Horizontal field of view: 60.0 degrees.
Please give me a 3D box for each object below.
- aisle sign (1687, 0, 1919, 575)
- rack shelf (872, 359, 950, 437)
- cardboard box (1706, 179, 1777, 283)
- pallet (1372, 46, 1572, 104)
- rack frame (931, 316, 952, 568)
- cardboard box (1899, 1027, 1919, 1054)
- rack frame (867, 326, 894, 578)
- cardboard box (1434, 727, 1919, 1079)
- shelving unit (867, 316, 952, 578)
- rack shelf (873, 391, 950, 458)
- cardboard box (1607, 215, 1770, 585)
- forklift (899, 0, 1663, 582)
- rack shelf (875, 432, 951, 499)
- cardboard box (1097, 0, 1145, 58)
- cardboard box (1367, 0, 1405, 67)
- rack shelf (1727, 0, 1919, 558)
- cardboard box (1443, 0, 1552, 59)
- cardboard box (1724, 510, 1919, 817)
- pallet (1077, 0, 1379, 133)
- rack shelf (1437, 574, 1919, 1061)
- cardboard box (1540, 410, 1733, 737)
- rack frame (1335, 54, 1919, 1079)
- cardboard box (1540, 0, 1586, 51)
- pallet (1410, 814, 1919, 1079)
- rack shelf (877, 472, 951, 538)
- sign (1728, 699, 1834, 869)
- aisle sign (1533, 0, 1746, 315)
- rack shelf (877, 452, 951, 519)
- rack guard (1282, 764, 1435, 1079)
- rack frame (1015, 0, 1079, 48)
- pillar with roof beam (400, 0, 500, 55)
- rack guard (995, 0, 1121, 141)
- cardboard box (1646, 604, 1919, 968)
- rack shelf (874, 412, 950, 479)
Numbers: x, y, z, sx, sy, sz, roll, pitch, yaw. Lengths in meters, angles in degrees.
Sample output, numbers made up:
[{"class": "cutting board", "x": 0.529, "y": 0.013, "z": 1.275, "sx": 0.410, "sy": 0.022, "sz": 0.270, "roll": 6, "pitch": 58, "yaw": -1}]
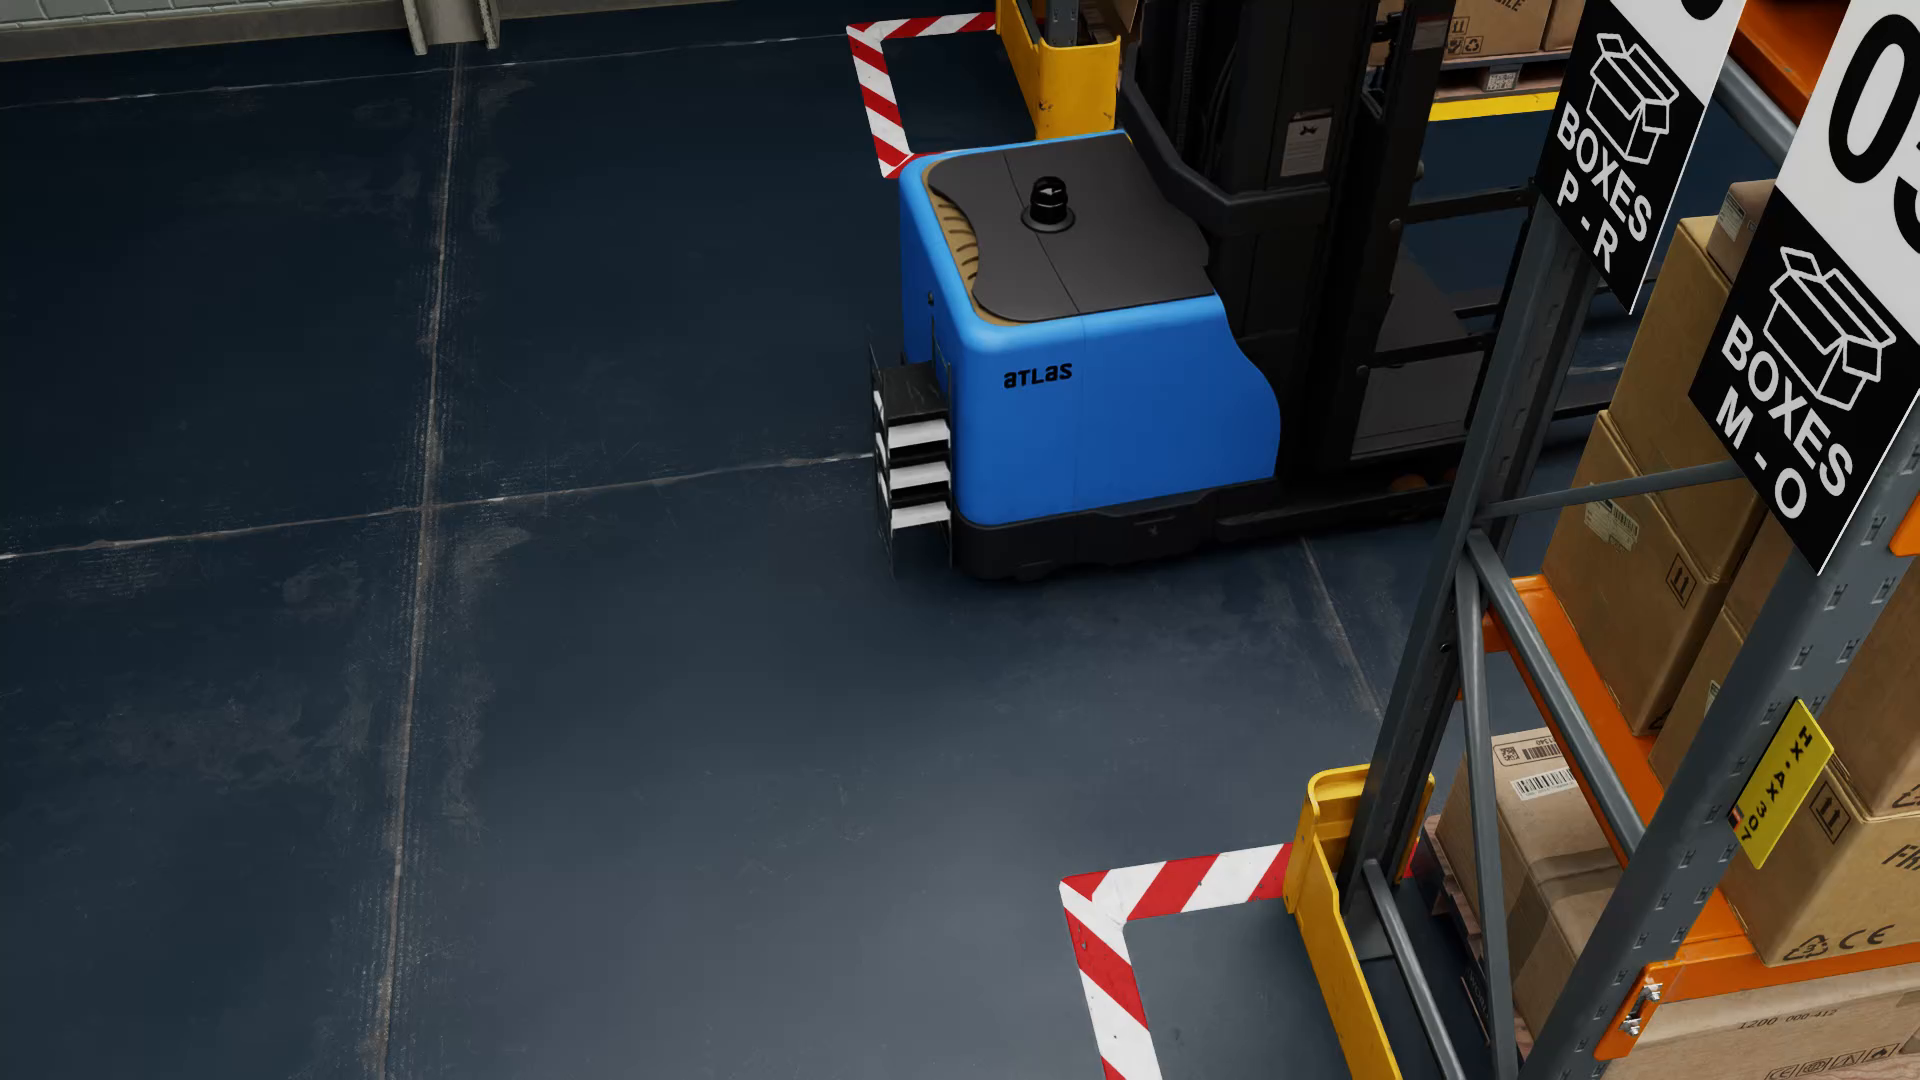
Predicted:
[{"class": "aisle sign", "x": 1.185, "y": -0.363, "z": 2.211, "sx": 0.004, "sy": 0.787, "sz": 0.394, "roll": -7, "pitch": 46, "yaw": -7}, {"class": "rack shelf", "x": -0.157, "y": -0.448, "z": 5.228, "sx": 0.200, "sy": 0.077, "sz": 0.258, "roll": -10, "pitch": 47, "yaw": -10}, {"class": "cardboard box", "x": 1.526, "y": -0.468, "z": 2.904, "sx": 0.250, "sy": 0.149, "sz": 0.380, "roll": -7, "pitch": 46, "yaw": -6}, {"class": "pallet", "x": 2.416, "y": -2.485, "z": 7.998, "sx": 1.213, "sy": 0.211, "sz": 1.003, "roll": -7, "pitch": 46, "yaw": -7}, {"class": "rack frame", "x": -0.058, "y": -0.301, "z": 5.415, "sx": 0.006, "sy": 0.900, "sz": 0.240, "roll": -10, "pitch": 47, "yaw": -10}, {"class": "cardboard box", "x": 2.740, "y": 0.797, "z": 4.386, "sx": 0.875, "sy": 0.438, "sz": 0.875, "roll": -6, "pitch": 46, "yaw": -6}, {"class": "rack frame", "x": -0.256, "y": -0.266, "z": 5.382, "sx": 0.006, "sy": 0.900, "sz": 0.240, "roll": -10, "pitch": 47, "yaw": -10}, {"class": "cardboard box", "x": 1.840, "y": 0.916, "z": 4.272, "sx": 0.875, "sy": 0.438, "sz": 0.875, "roll": -9, "pitch": 47, "yaw": -8}, {"class": "shelving unit", "x": -0.157, "y": -0.284, "z": 5.399, "sx": 0.210, "sy": 0.900, "sz": 0.258, "roll": -10, "pitch": 47, "yaw": -10}, {"class": "rack shelf", "x": -0.157, "y": -0.386, "z": 5.293, "sx": 0.200, "sy": 0.077, "sz": 0.258, "roll": -10, "pitch": 47, "yaw": -10}, {"class": "cardboard box", "x": 1.641, "y": -0.285, "z": 3.178, "sx": 0.500, "sy": 0.500, "sz": 0.500, "roll": -6, "pitch": 46, "yaw": -5}, {"class": "forklift", "x": 1.359, "y": -1.446, "z": 5.108, "sx": 3.031, "sy": 2.935, "sz": 1.130, "roll": -10, "pitch": 47, "yaw": -10}, {"class": "rack shelf", "x": -0.157, "y": -0.261, "z": 5.423, "sx": 0.200, "sy": 0.077, "sz": 0.258, "roll": -10, "pitch": 47, "yaw": -10}, {"class": "cardboard box", "x": 0.975, "y": -2.485, "z": 7.503, "sx": 0.637, "sy": 0.503, "sz": 0.797, "roll": -9, "pitch": 47, "yaw": -8}, {"class": "cardboard box", "x": 1.824, "y": -2.561, "z": 7.579, "sx": 0.500, "sy": 0.500, "sz": 0.700, "roll": -5, "pitch": 46, "yaw": -5}, {"class": "rack shelf", "x": 3.177, "y": -0.712, "z": 2.770, "sx": 4.000, "sy": 0.370, "sz": 1.077, "roll": -7, "pitch": 46, "yaw": -7}, {"class": "cardboard box", "x": 2.362, "y": -2.555, "z": 7.573, "sx": 0.500, "sy": 0.500, "sz": 0.500, "roll": -6, "pitch": 46, "yaw": -6}, {"class": "cardboard box", "x": 1.728, "y": 0.086, "z": 2.820, "sx": 0.500, "sy": 0.500, "sz": 0.500, "roll": -8, "pitch": 47, "yaw": -8}, {"class": "pallet", "x": 1.217, "y": -2.337, "z": 7.856, "sx": 1.213, "sy": 0.211, "sz": 1.003, "roll": -7, "pitch": 46, "yaw": -7}, {"class": "rack shelf", "x": 3.177, "y": 0.329, "z": 3.850, "sx": 4.000, "sy": 0.370, "sz": 1.077, "roll": -7, "pitch": 46, "yaw": -7}, {"class": "cardboard box", "x": 1.637, "y": 0.043, "z": 3.556, "sx": 0.500, "sy": 0.500, "sz": 0.500, "roll": -7, "pitch": 46, "yaw": -7}, {"class": "rack frame", "x": 1.207, "y": 0.324, "z": 3.354, "sx": 0.127, "sy": 3.000, "sz": 1.000, "roll": -7, "pitch": 46, "yaw": -7}, {"class": "cardboard box", "x": 2.847, "y": -2.688, "z": 7.701, "sx": 0.500, "sy": 0.500, "sz": 0.700, "roll": -9, "pitch": 47, "yaw": -8}, {"class": "pallet", "x": 1.981, "y": 1.138, "z": 4.507, "sx": 1.213, "sy": 0.211, "sz": 1.003, "roll": -7, "pitch": 46, "yaw": -7}, {"class": "rack shelf", "x": -0.157, "y": -0.136, "z": 5.552, "sx": 0.200, "sy": 0.077, "sz": 0.258, "roll": -10, "pitch": 47, "yaw": -10}, {"class": "sign", "x": 1.295, "y": 0.391, "z": 2.634, "sx": 0.005, "sy": 0.325, "sz": 0.100, "roll": -7, "pitch": 46, "yaw": -7}, {"class": "aisle sign", "x": 1.083, "y": -0.789, "z": 2.622, "sx": 0.004, "sy": 0.787, "sz": 0.394, "roll": -7, "pitch": 46, "yaw": -7}, {"class": "rack shelf", "x": -0.157, "y": -0.198, "z": 5.487, "sx": 0.200, "sy": 0.077, "sz": 0.258, "roll": -10, "pitch": 47, "yaw": -10}, {"class": "rack guard", "x": 1.183, "y": 1.195, "z": 4.252, "sx": 0.348, "sy": 0.500, "sz": 1.175, "roll": -7, "pitch": 46, "yaw": -7}, {"class": "rack frame", "x": 0.357, "y": -3.197, "z": 6.747, "sx": 0.127, "sy": 3.000, "sz": 1.000, "roll": -7, "pitch": 46, "yaw": -7}, {"class": "pillar with roof beam", "x": -1.720, "y": -2.532, "z": 1.941, "sx": 0.400, "sy": 9.000, "sz": 9.100, "roll": -7, "pitch": 46, "yaw": -7}, {"class": "rack guard", "x": 0.431, "y": -2.339, "z": 7.657, "sx": 0.348, "sy": 0.500, "sz": 1.175, "roll": -7, "pitch": 46, "yaw": -7}, {"class": "cardboard box", "x": 1.729, "y": 0.435, "z": 3.179, "sx": 0.500, "sy": 0.500, "sz": 0.500, "roll": -7, "pitch": 47, "yaw": -7}, {"class": "rack shelf", "x": -0.157, "y": -0.323, "z": 5.358, "sx": 0.200, "sy": 0.077, "sz": 0.258, "roll": -10, "pitch": 47, "yaw": -10}]
